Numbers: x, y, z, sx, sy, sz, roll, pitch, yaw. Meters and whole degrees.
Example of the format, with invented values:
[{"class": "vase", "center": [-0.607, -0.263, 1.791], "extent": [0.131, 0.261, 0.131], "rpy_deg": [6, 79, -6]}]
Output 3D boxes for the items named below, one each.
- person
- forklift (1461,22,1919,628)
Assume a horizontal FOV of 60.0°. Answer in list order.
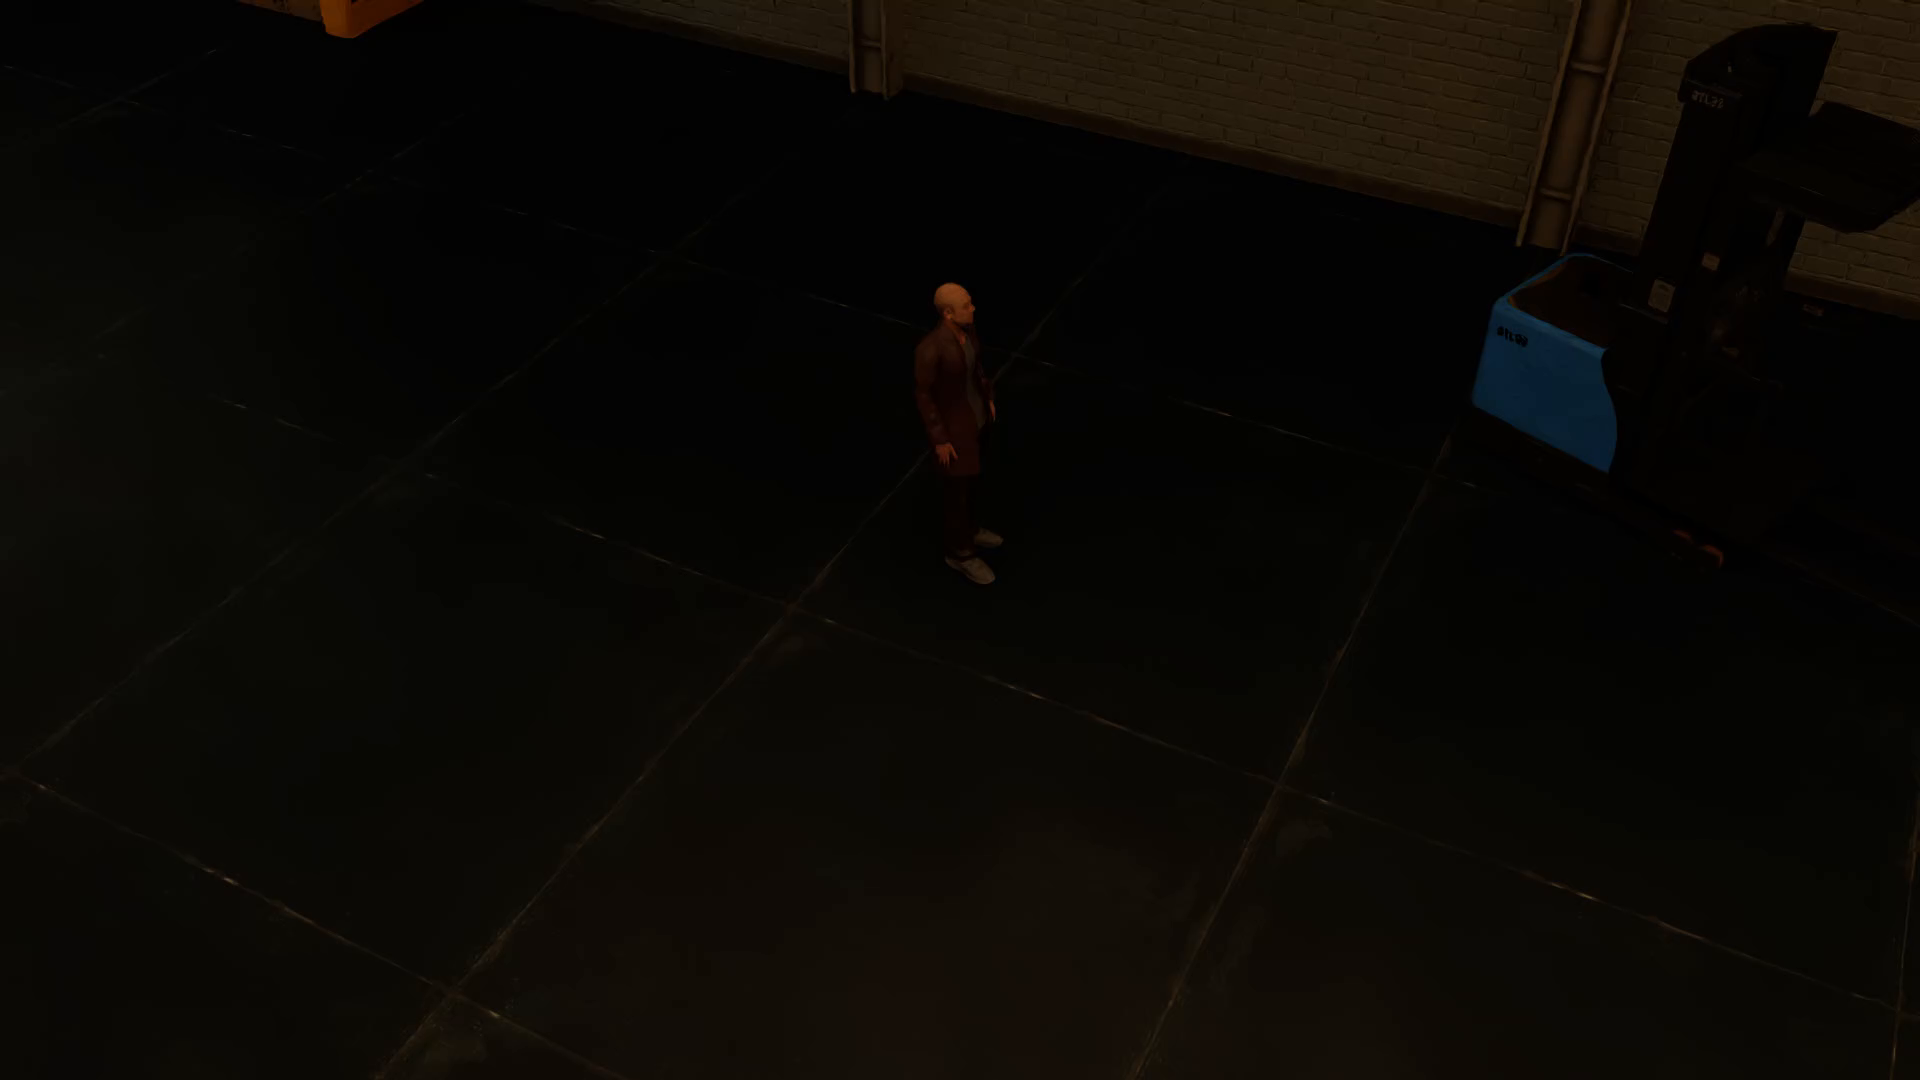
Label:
[{"class": "person", "center": [0.079, -0.656, 9.649], "extent": [0.580, 1.776, 0.694], "rpy_deg": [18, 43, 21]}, {"class": "forklift", "center": [4.683, -1.300, 9.530], "extent": [1.130, 2.935, 3.031], "rpy_deg": [-31, 49, -31]}]
